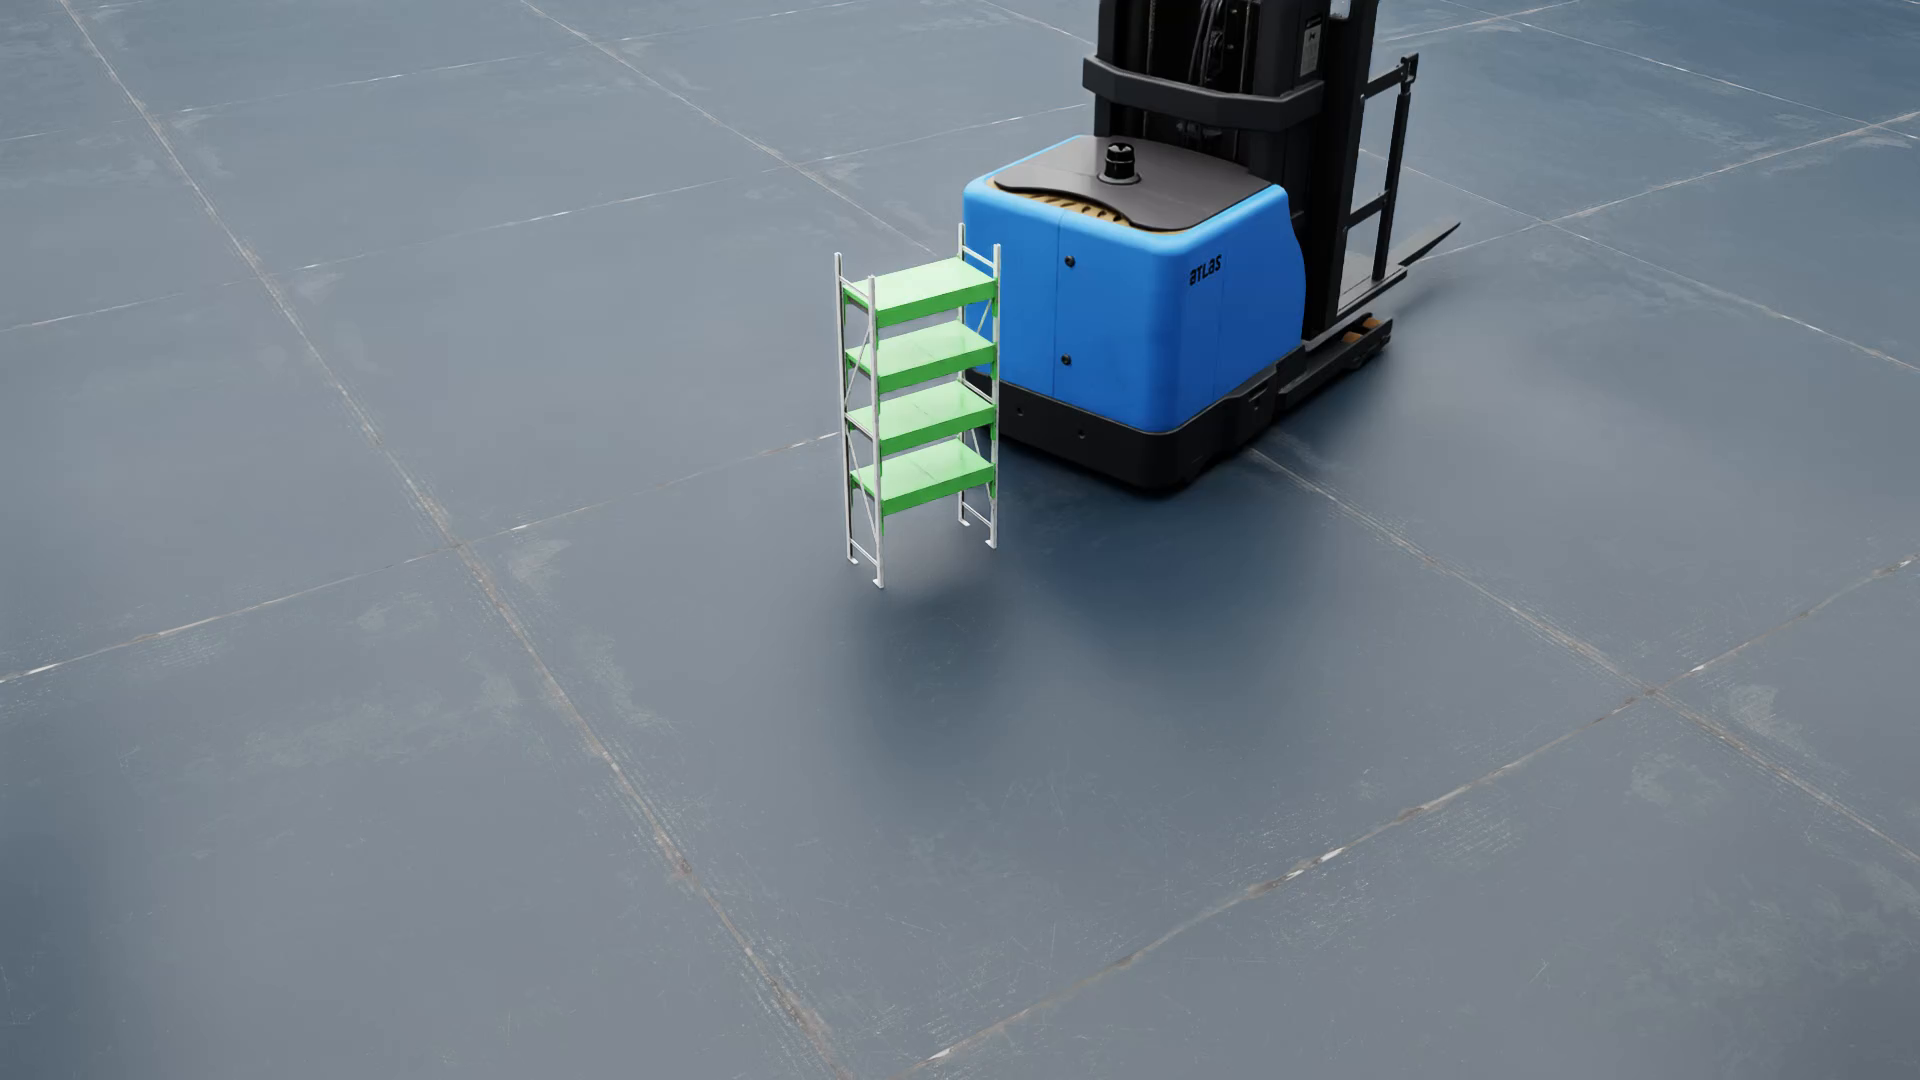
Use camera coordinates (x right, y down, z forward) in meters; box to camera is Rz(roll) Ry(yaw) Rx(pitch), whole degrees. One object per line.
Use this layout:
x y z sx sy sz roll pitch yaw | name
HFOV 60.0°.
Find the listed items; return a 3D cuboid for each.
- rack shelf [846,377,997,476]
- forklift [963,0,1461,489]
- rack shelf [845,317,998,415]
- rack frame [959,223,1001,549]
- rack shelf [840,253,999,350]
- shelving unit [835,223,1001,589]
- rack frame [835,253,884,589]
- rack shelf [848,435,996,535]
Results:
-0.139 -0.406 5.888 0.480 0.148 0.258 -19 37 -27 | rack shelf
1.316 -2.156 6.921 1.130 2.935 3.031 23 39 32 | forklift
-0.139 -0.609 5.760 0.480 0.148 0.258 -19 37 -27 | rack shelf
0.066 -0.530 5.966 0.015 1.200 0.240 -19 37 -27 | rack frame
-0.139 -0.812 5.632 0.480 0.148 0.258 -19 37 -27 | rack shelf
-0.139 -0.460 5.854 0.503 1.200 0.258 -19 37 -27 | shelving unit
-0.344 -0.389 5.742 0.015 1.200 0.240 -19 37 -27 | rack frame
-0.139 -0.203 6.016 0.480 0.148 0.258 -19 37 -27 | rack shelf
